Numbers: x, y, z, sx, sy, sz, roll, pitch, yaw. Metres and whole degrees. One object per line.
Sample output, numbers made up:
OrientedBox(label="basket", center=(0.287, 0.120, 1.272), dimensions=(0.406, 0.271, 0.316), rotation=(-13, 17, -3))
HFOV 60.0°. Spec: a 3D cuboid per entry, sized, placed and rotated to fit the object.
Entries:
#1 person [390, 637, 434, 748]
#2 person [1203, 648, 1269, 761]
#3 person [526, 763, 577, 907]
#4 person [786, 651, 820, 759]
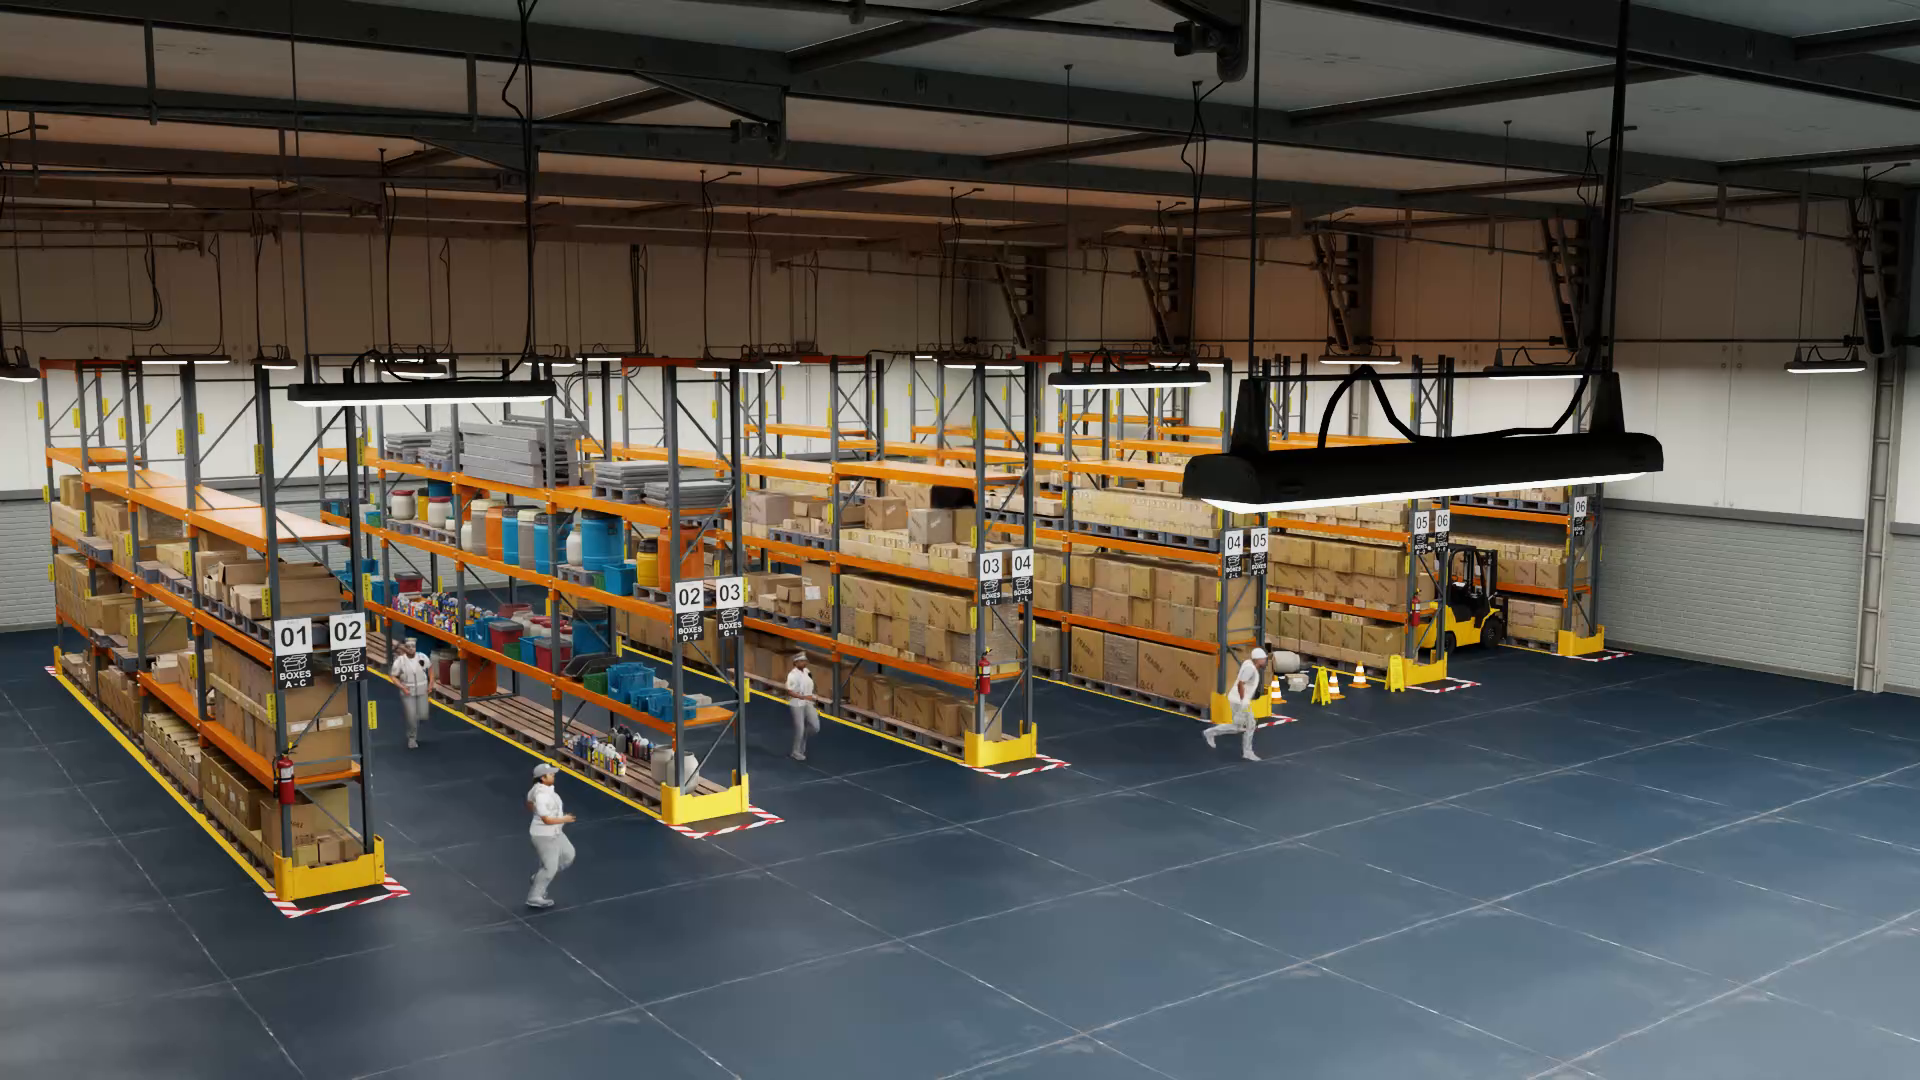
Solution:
OrientedBox(label="person", center=(-8.524, 2.362, 25.952), dimensions=(0.678, 1.750, 0.650), rotation=(-4, 8, -30))
OrientedBox(label="person", center=(4.177, 2.485, 25.206), dimensions=(0.966, 1.725, 0.679), rotation=(1, 7, 5))
OrientedBox(label="person", center=(-4.584, 3.289, 18.634), dimensions=(0.577, 1.629, 0.592), rotation=(-1, 7, -11))
OrientedBox(label="person", center=(-2.348, 2.497, 25.117), dimensions=(0.562, 1.661, 0.561), rotation=(6, 9, 41))
